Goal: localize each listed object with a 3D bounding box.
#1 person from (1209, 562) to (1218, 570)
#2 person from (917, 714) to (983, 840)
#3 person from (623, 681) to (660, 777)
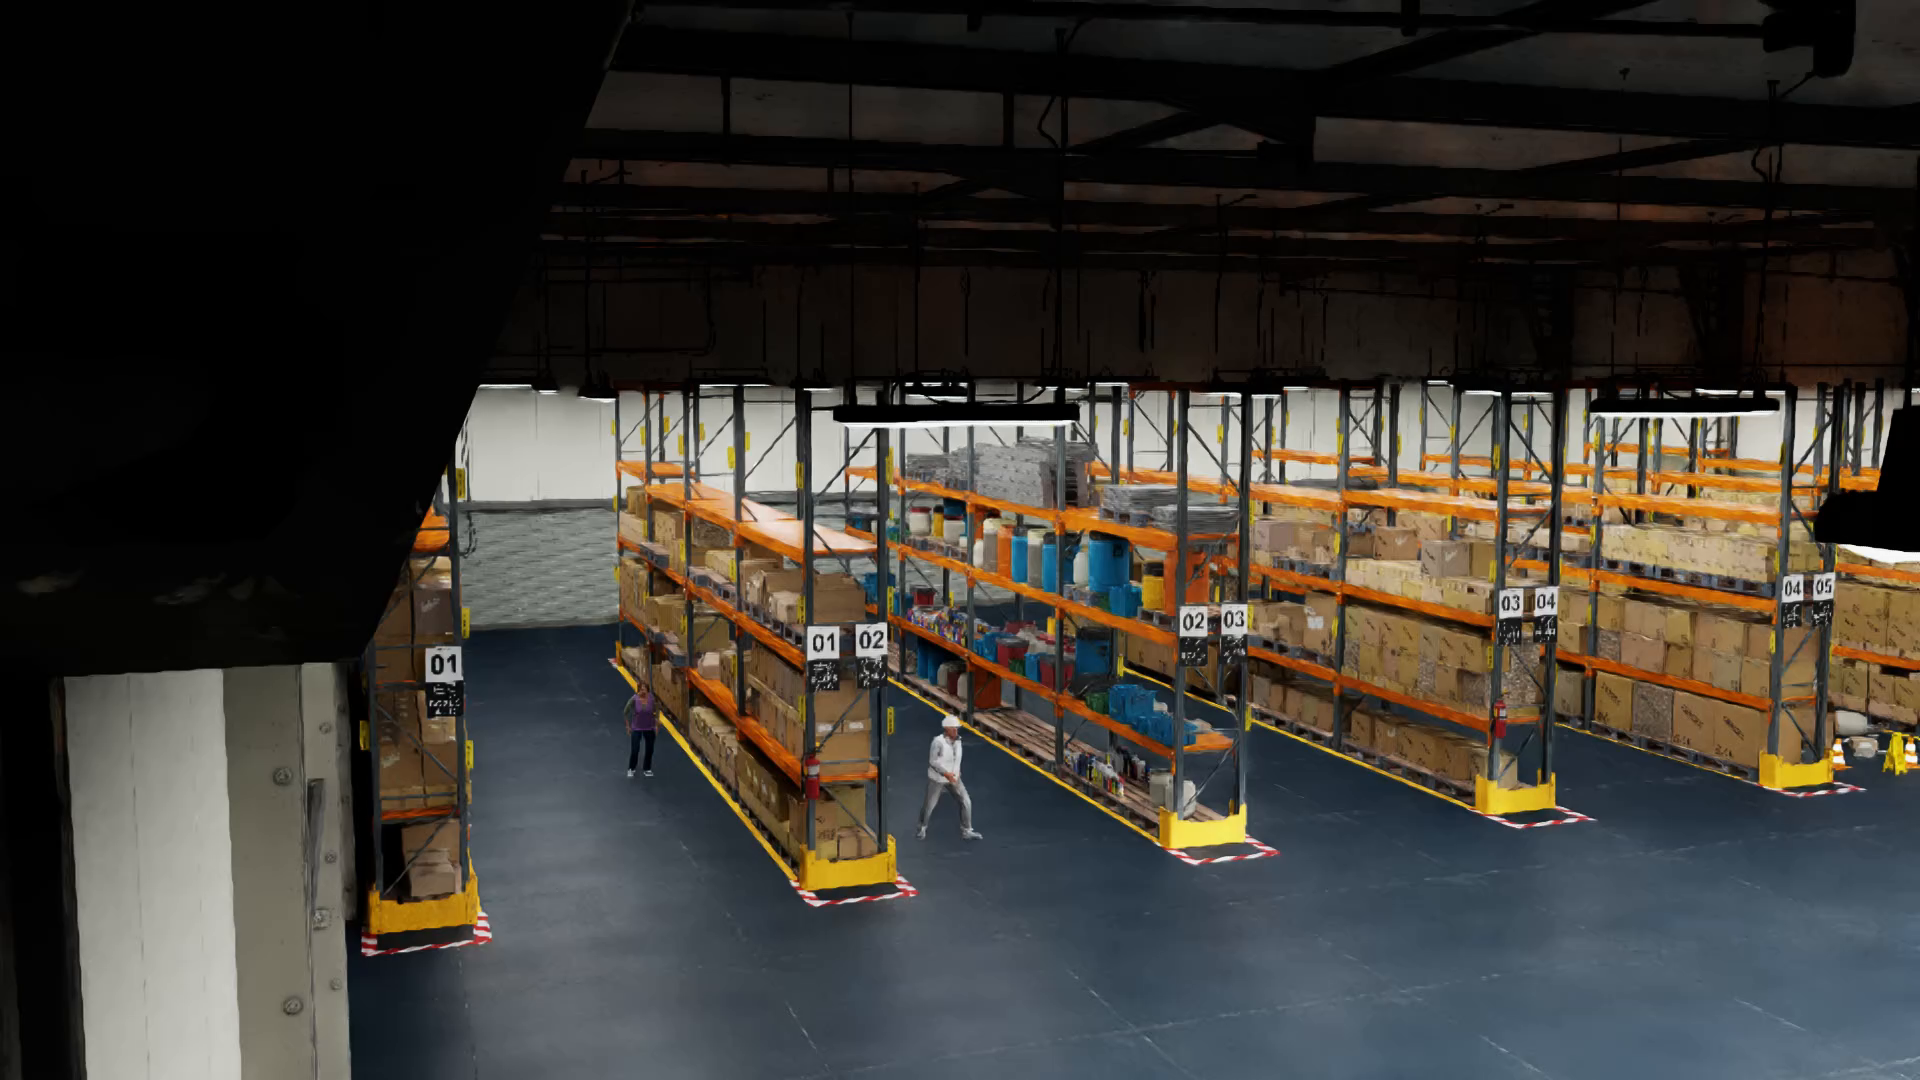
[{"bbox_3d":[6.458,1.116,41.571,0.517,1.661,0.527,2,6,17],"label":"person"},{"bbox_3d":[-0.193,3.137,22.116,0.688,1.711,0.825,-5,8,-37],"label":"person"},{"bbox_3d":[-4.871,2.885,25.445,0.566,1.541,0.519,-2,7,-22],"label":"person"}]
